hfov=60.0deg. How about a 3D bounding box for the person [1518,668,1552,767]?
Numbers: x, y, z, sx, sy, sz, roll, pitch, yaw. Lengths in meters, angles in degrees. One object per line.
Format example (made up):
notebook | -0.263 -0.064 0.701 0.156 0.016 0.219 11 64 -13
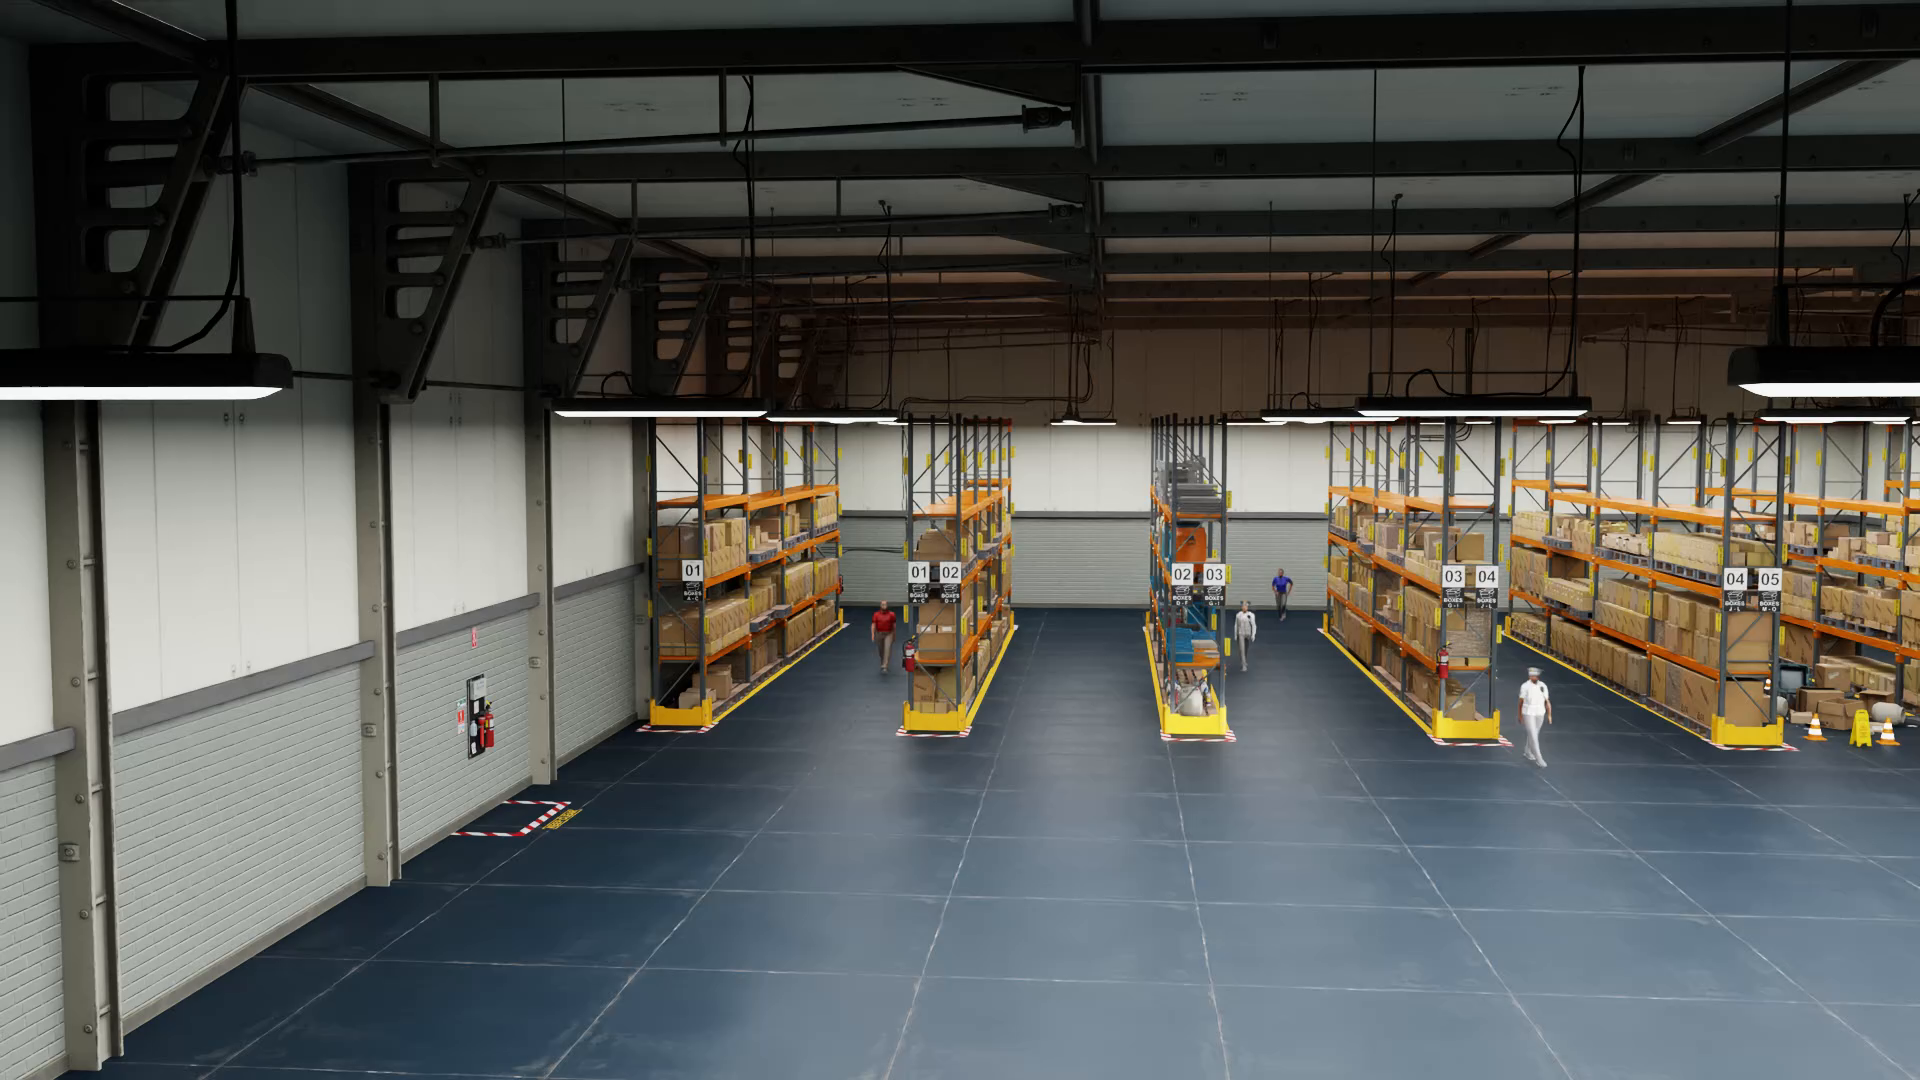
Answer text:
person | 9.794 2.980 28.280 0.474 1.634 0.918 0 4 -6

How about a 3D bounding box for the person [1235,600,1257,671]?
person | 6.780 2.232 39.380 0.444 1.623 1.052 0 4 -4

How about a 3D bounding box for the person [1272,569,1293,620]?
person | 9.566 1.625 49.346 0.617 1.567 0.733 1 4 15

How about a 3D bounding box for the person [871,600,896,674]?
person | -1.800 2.248 38.918 0.552 1.651 1.077 1 4 8
